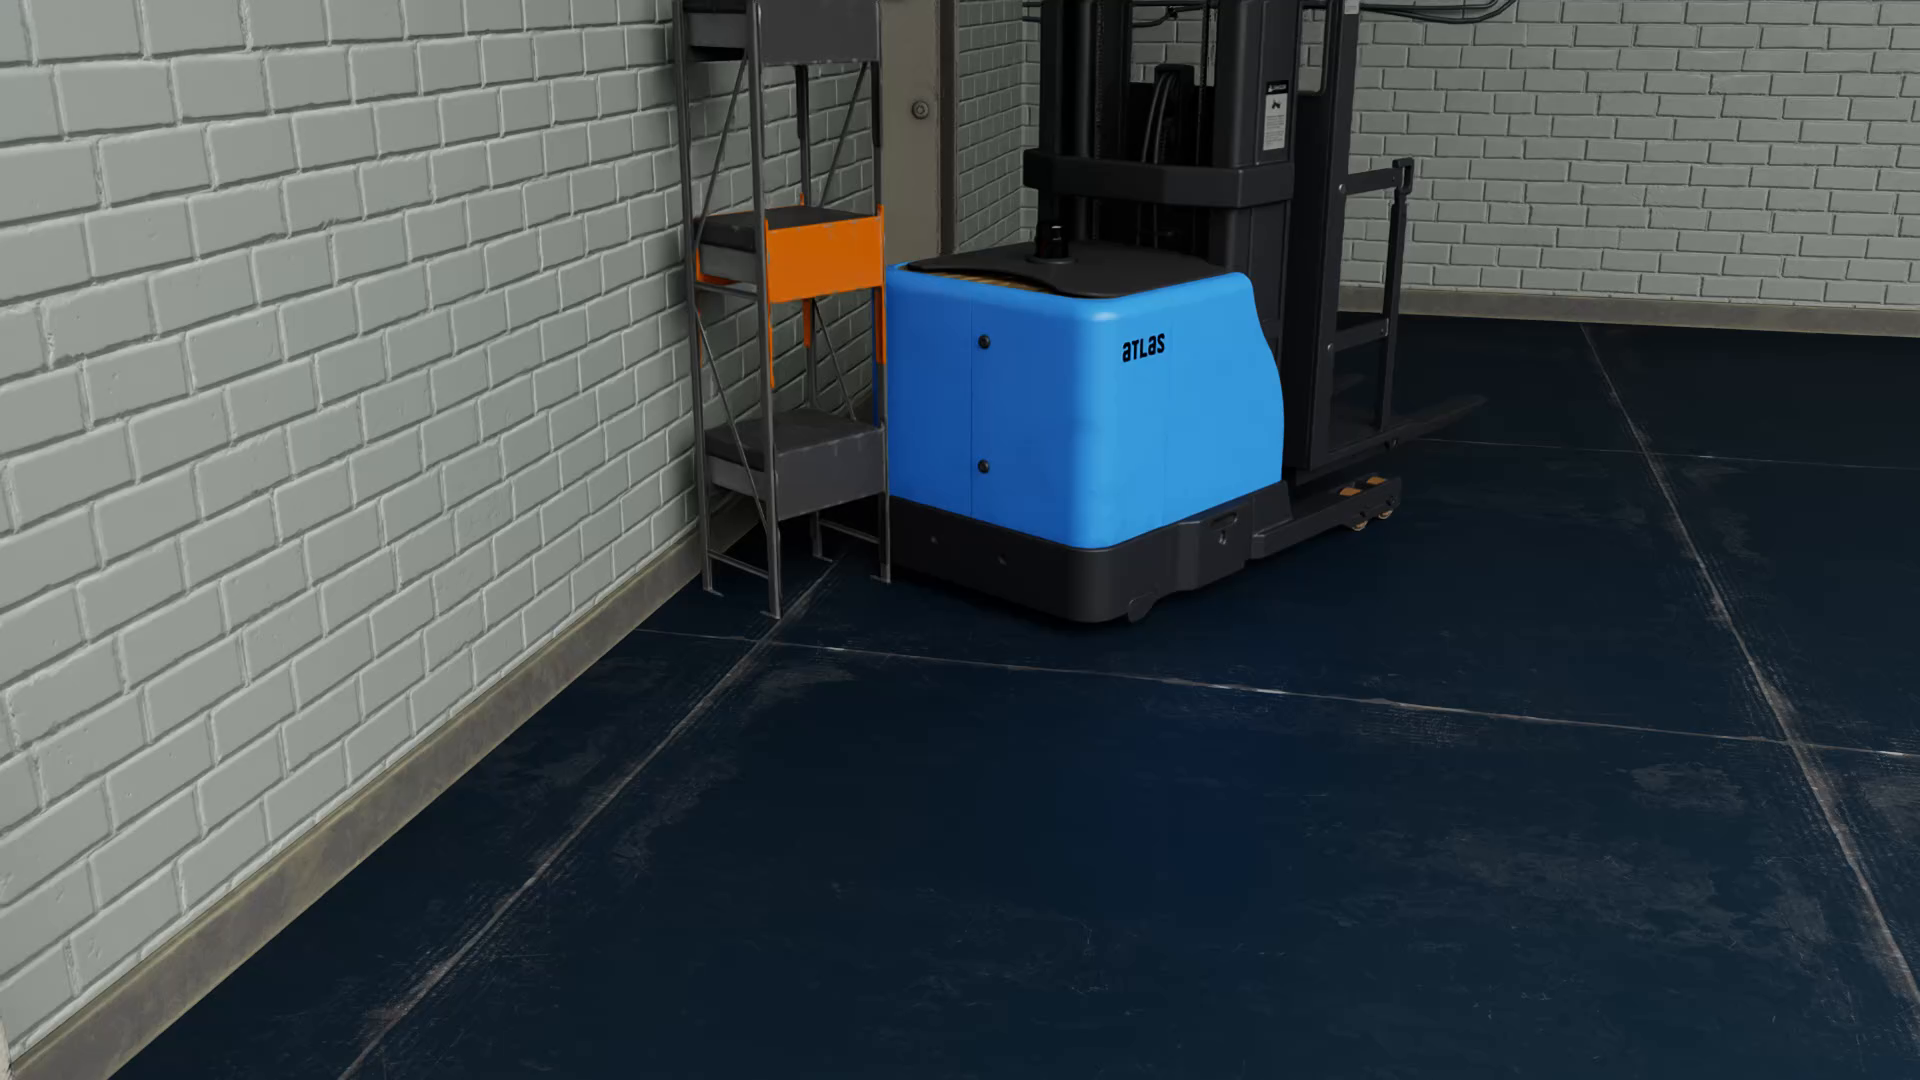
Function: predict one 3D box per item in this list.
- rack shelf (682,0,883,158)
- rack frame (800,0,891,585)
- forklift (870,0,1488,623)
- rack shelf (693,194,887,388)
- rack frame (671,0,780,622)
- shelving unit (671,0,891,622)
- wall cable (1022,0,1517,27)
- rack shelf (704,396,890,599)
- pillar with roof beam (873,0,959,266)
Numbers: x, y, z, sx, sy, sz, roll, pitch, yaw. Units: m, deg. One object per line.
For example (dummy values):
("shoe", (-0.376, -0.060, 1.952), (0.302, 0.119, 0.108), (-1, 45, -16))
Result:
("rack shelf", (-0.559, -1.481, 5.151), (0.480, 0.518, 0.431), (-18, 26, -42))
("rack frame", (-0.386, -0.887, 5.535), (0.015, 2.100, 0.400), (-18, 26, -42))
("forklift", (1.059, -1.519, 6.100), (1.130, 2.935, 3.031), (17, 25, 40))
("rack shelf", (-0.559, -0.818, 5.377), (0.480, 0.518, 0.431), (-18, 26, -42))
("rack frame", (-0.732, -0.776, 5.210), (0.015, 2.100, 0.400), (-18, 26, -42))
("shelving unit", (-0.559, -0.831, 5.372), (0.503, 2.100, 0.431), (-18, 26, -42))
("wall cable", (1.800, -4.253, 9.520), (3.097, 2.526, 0.112), (5, 19, 13))
("rack shelf", (-0.559, -0.156, 5.603), (0.480, 0.518, 0.431), (-18, 26, -42))
("pillar with roof beam", (3.973, -4.563, 5.625), (9.100, 9.000, 0.400), (5, 19, 13))
